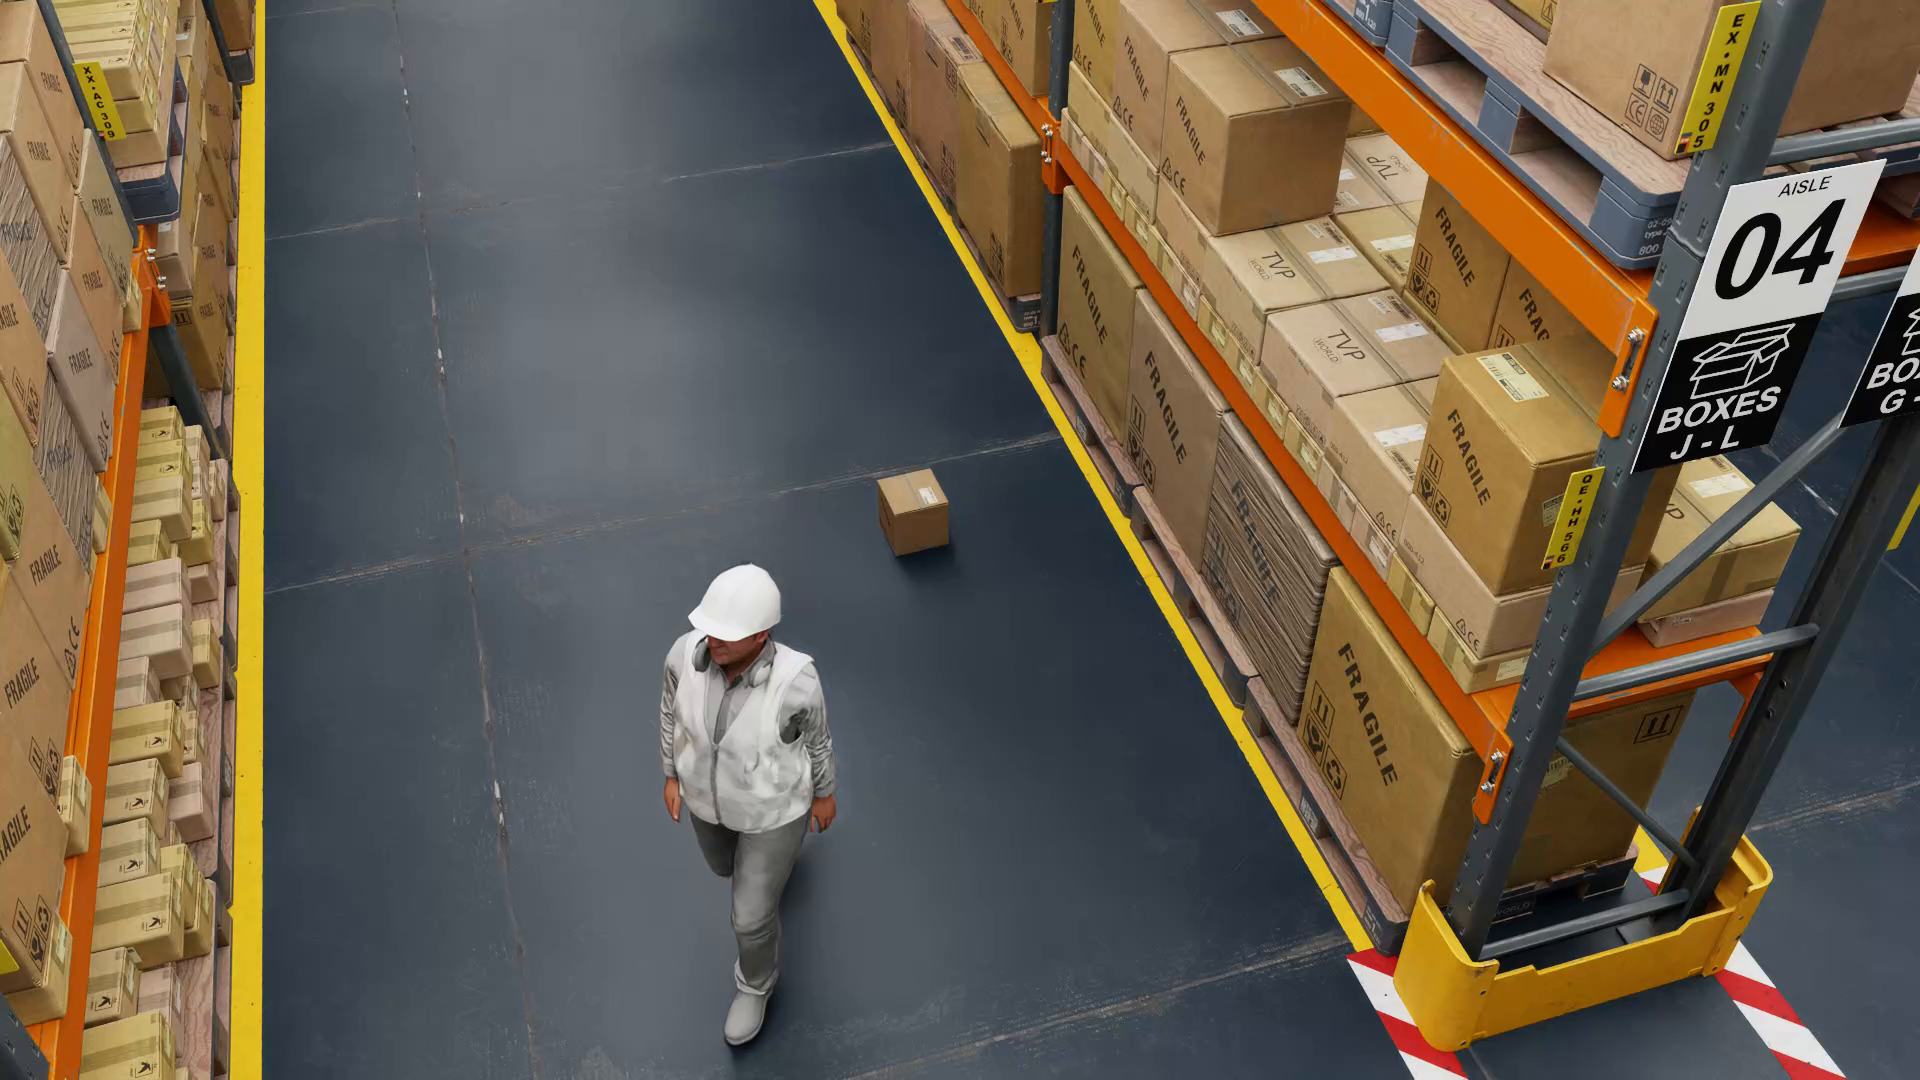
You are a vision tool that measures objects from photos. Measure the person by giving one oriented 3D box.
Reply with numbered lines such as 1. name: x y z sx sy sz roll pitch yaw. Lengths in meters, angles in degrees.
1. person: -0.675 0.758 5.297 0.550 1.735 0.898 16 44 17
